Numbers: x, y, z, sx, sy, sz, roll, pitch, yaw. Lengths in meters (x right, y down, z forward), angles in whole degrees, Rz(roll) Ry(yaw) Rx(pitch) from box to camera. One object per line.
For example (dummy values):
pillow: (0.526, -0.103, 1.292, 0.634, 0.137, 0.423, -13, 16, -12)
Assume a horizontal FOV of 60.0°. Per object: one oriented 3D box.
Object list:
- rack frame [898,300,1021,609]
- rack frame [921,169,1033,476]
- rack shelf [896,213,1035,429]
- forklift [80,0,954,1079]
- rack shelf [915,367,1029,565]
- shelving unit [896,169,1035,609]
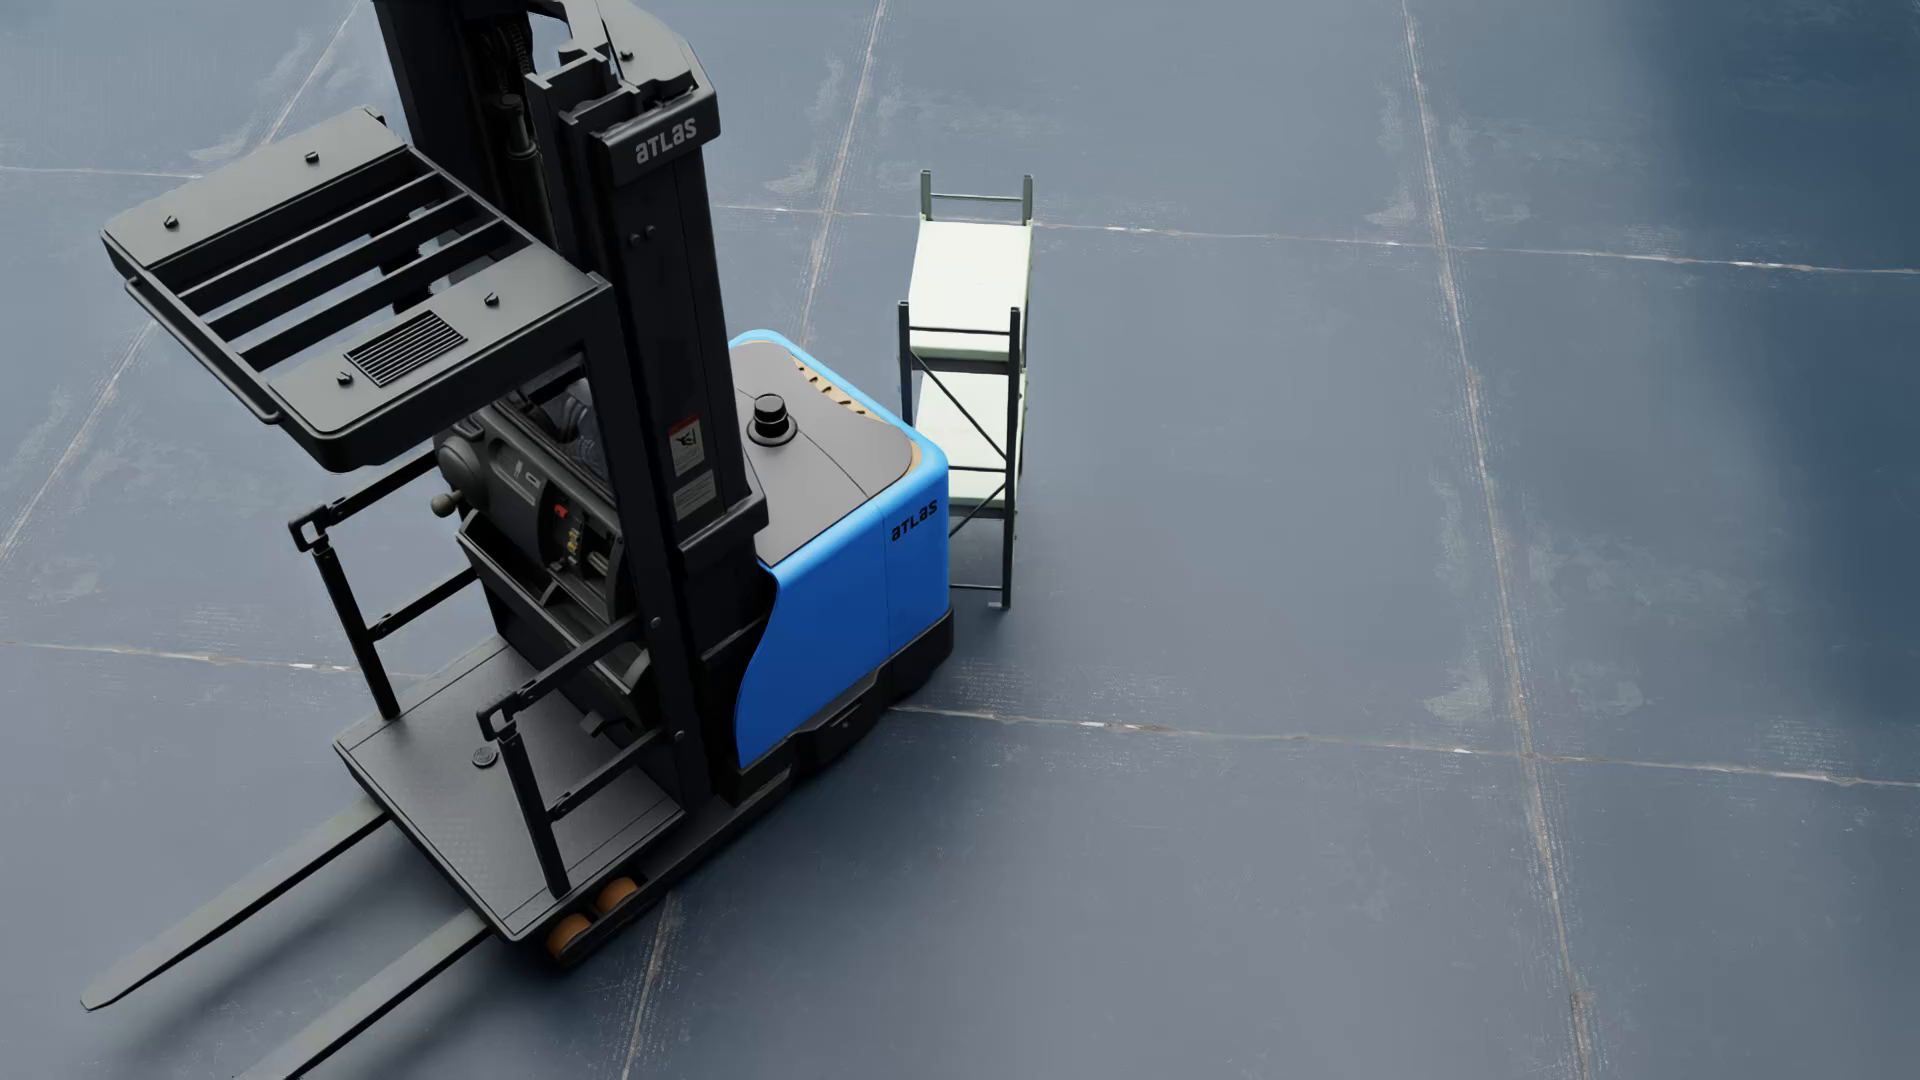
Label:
rack frame: (-0.002, -0.256, 5.968, 0.400, 1.500, 0.023, 4, 48, 3)
rack frame: (0.060, -0.795, 6.460, 0.400, 1.500, 0.023, 4, 48, 3)
rack shelf: (0.029, -0.789, 5.926, 0.431, 0.370, 0.720, 4, 48, 3)
forklift: (-1.421, -0.033, 4.794, 3.031, 2.935, 1.130, -36, 57, -28)
rack shelf: (0.029, -0.305, 6.455, 0.431, 0.370, 0.720, 4, 48, 3)
shelving unit: (0.029, -0.525, 6.214, 0.431, 1.500, 0.755, 4, 48, 3)
